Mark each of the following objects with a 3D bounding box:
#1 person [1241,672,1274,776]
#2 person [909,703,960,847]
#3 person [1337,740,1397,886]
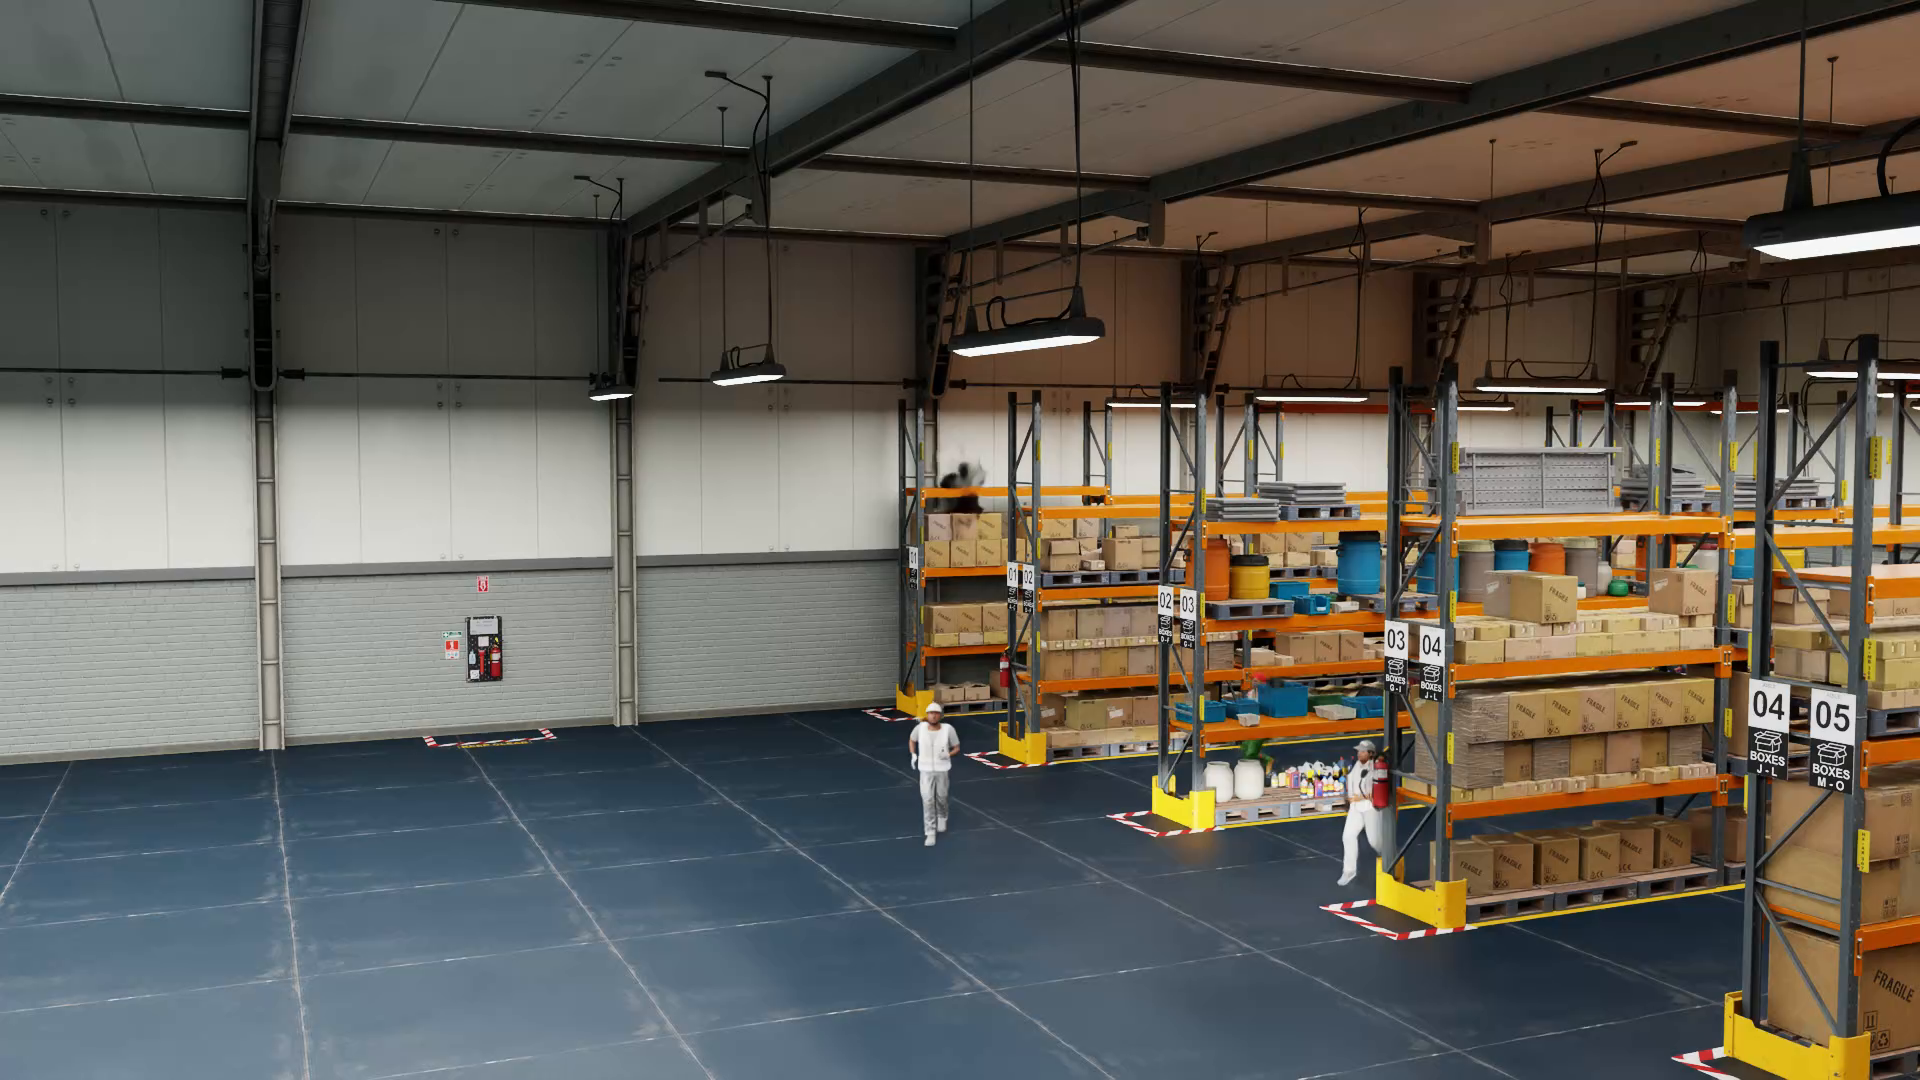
[{"bbox_3d":[4.474,2.841,24.824,0.704,1.749,0.656,-2,4,-32],"label":"person"},{"bbox_3d":[-0.335,2.999,21.588,0.678,1.790,0.861,0,3,2],"label":"person"},{"bbox_3d":[4.806,3.197,19.528,0.820,1.714,0.597,-2,4,-25],"label":"person"}]
